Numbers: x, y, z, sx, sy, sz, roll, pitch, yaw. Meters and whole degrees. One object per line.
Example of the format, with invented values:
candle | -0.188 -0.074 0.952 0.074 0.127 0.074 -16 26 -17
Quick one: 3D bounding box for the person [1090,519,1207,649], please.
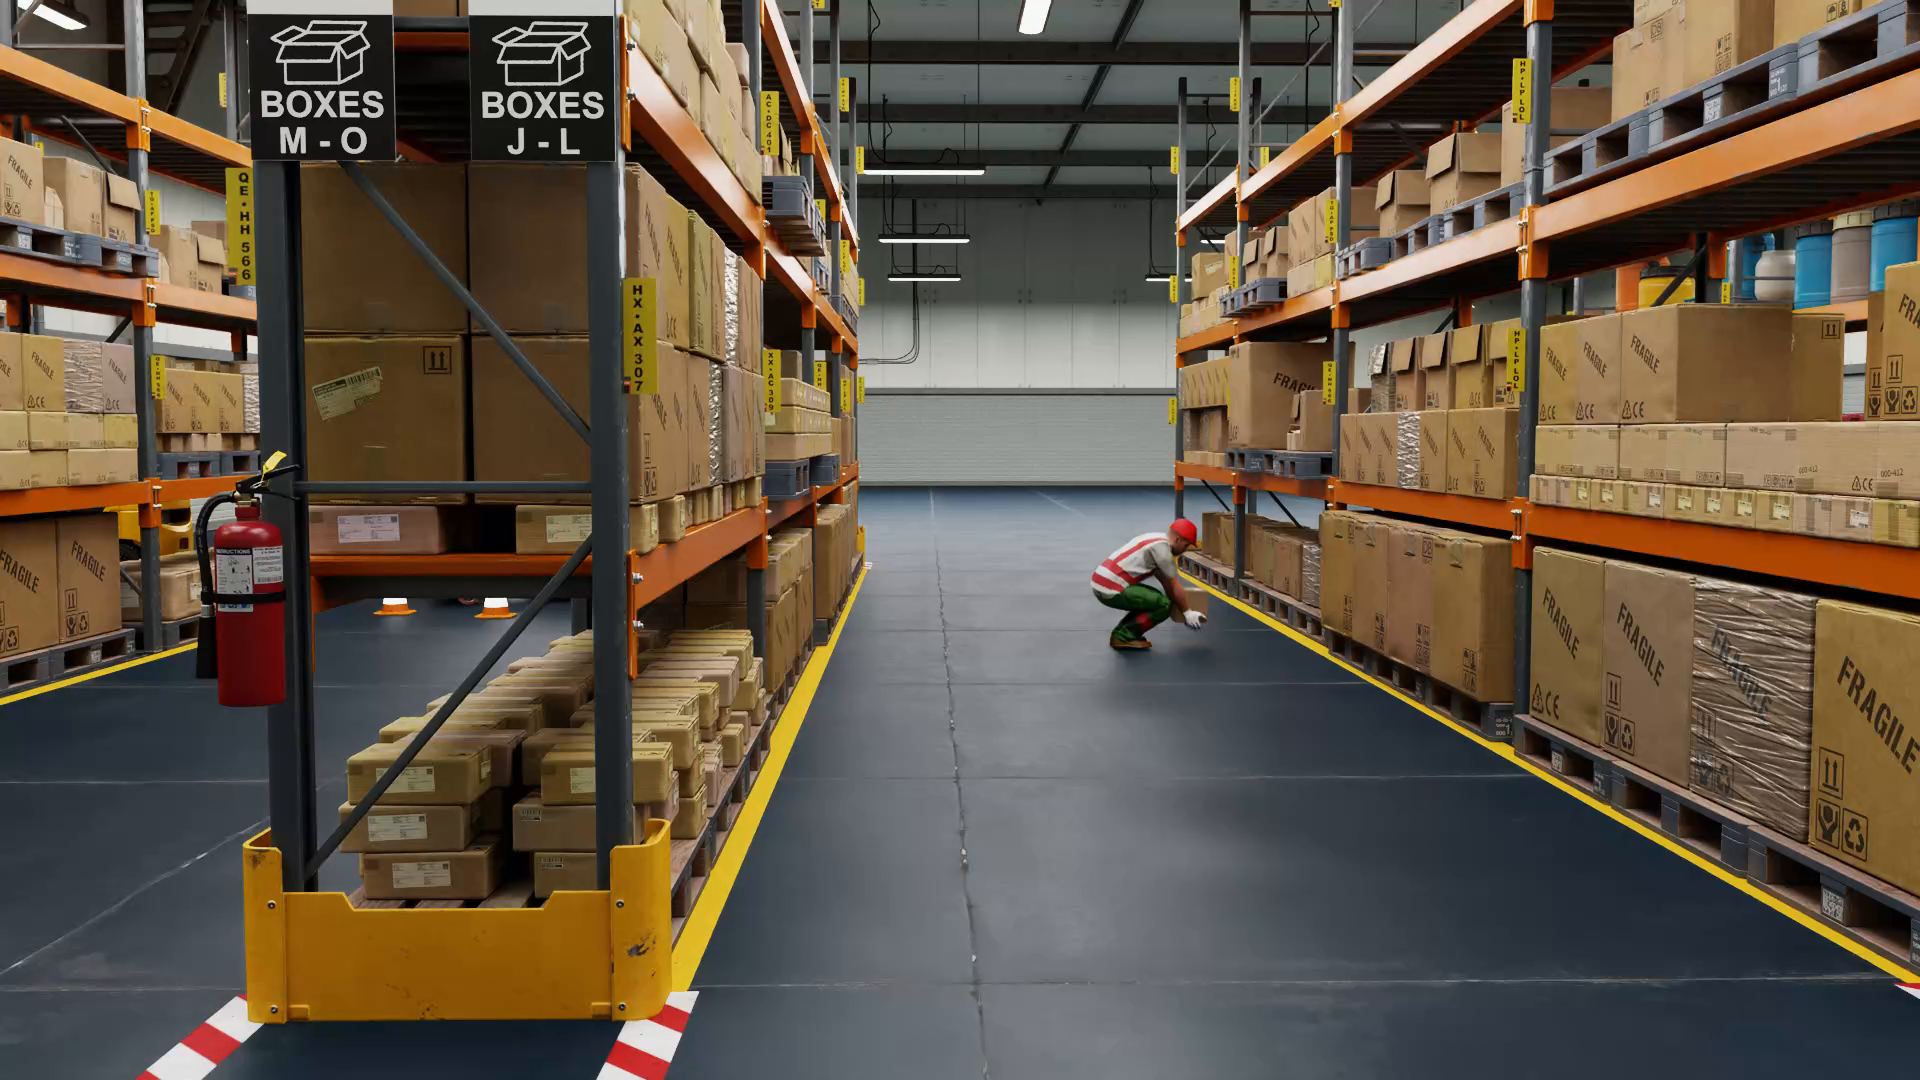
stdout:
person | 1.460 0.338 12.945 0.887 1.000 0.547 0 4 -3
